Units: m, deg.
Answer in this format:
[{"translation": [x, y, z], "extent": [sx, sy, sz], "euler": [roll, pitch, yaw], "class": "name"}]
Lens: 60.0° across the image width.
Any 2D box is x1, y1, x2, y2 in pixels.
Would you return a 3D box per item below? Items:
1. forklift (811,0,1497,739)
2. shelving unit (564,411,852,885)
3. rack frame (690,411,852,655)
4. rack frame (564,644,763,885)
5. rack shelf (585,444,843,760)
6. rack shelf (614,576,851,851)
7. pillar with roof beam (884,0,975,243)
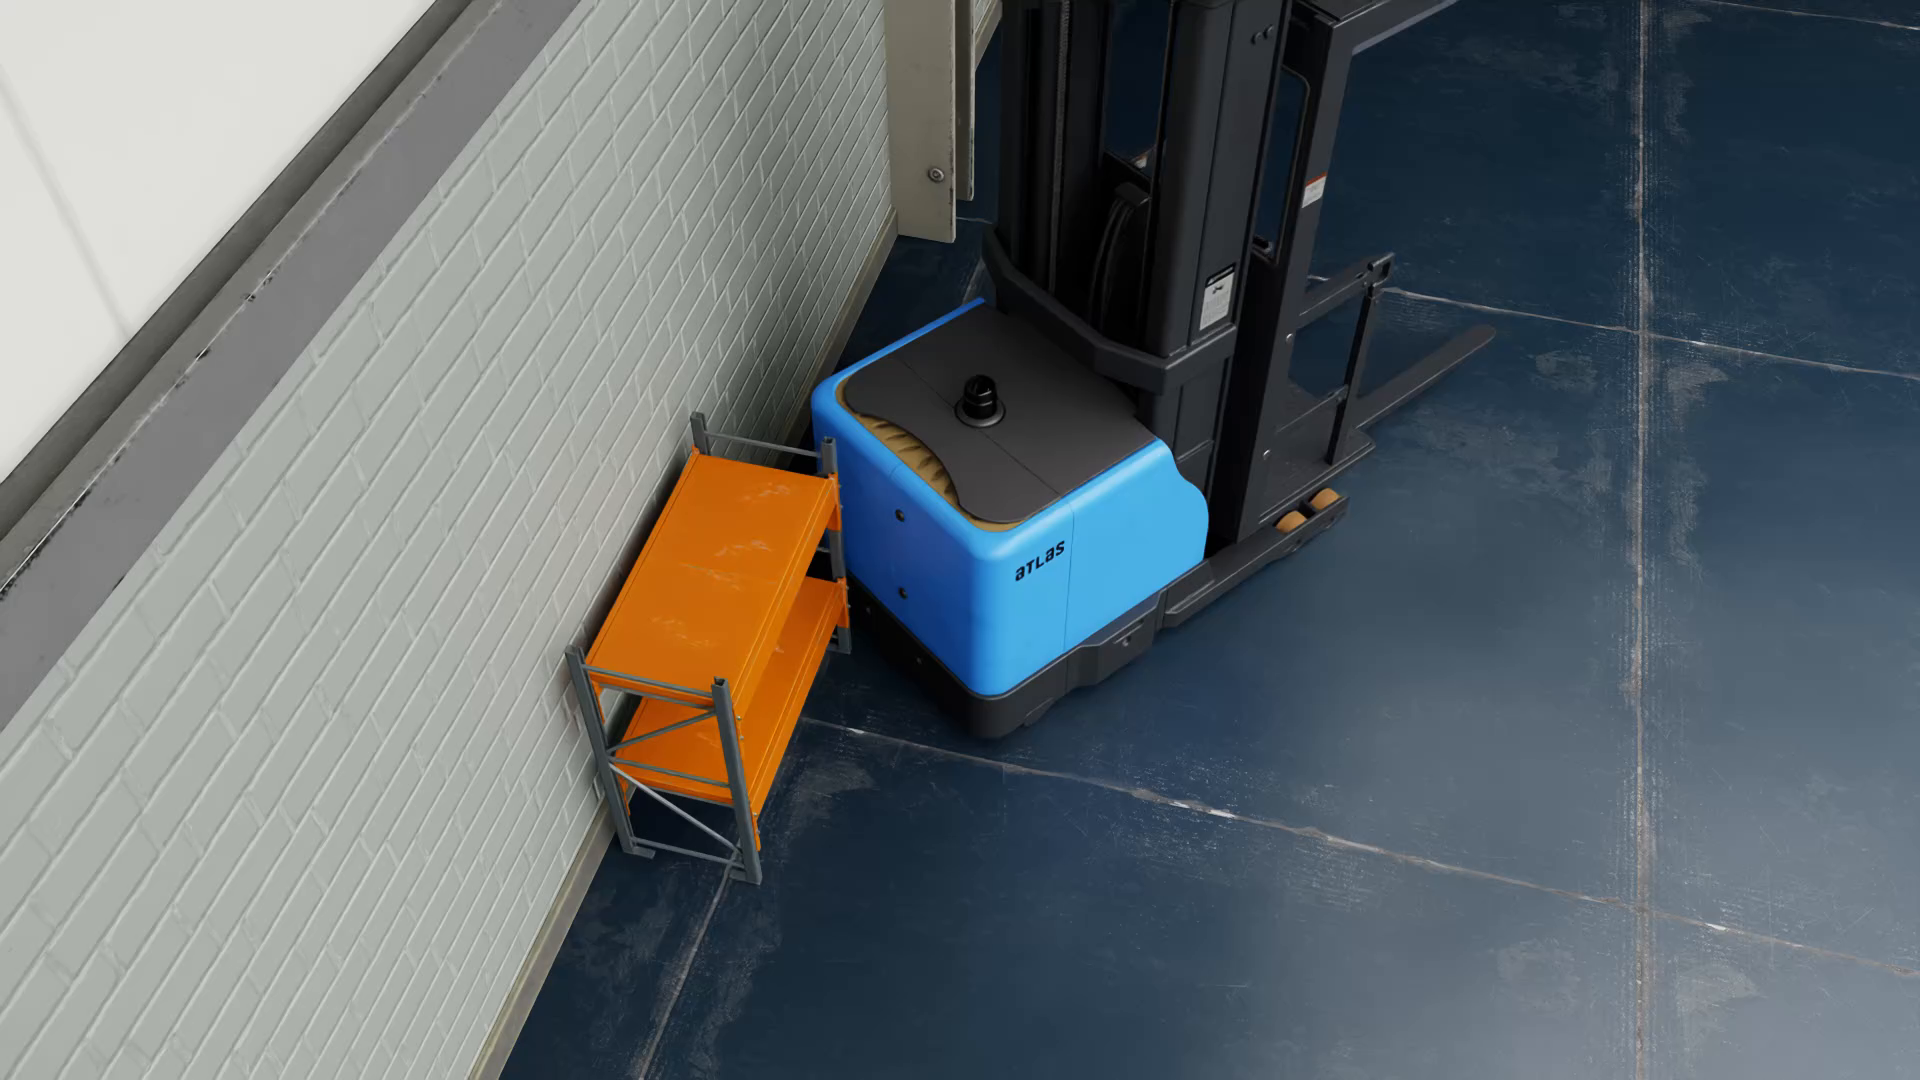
[{"translation": [0.932, -1.200, 5.773], "extent": [3.031, 2.935, 1.130], "euler": [-31, 56, -25], "class": "forklift"}, {"translation": [-0.785, 0.370, 5.592], "extent": [0.538, 1.125, 1.048], "euler": [11, 50, 10], "class": "shelving unit"}, {"translation": [-0.654, 0.002, 5.917], "extent": [0.500, 1.125, 0.032], "euler": [11, 50, 10], "class": "rack frame"}, {"translation": [-0.917, 0.738, 5.267], "extent": [0.500, 1.125, 0.032], "euler": [11, 50, 10], "class": "rack frame"}, {"translation": [-0.785, 0.176, 5.373], "extent": [0.538, 0.278, 1.000], "euler": [11, 50, 10], "class": "rack shelf"}, {"translation": [-0.785, 0.532, 5.775], "extent": [0.538, 0.278, 1.000], "euler": [11, 50, 10], "class": "rack shelf"}, {"translation": [4.022, -3.713, 3.944], "extent": [9.100, 9.000, 0.400], "euler": [12, 50, 10], "class": "pillar with roof beam"}]
